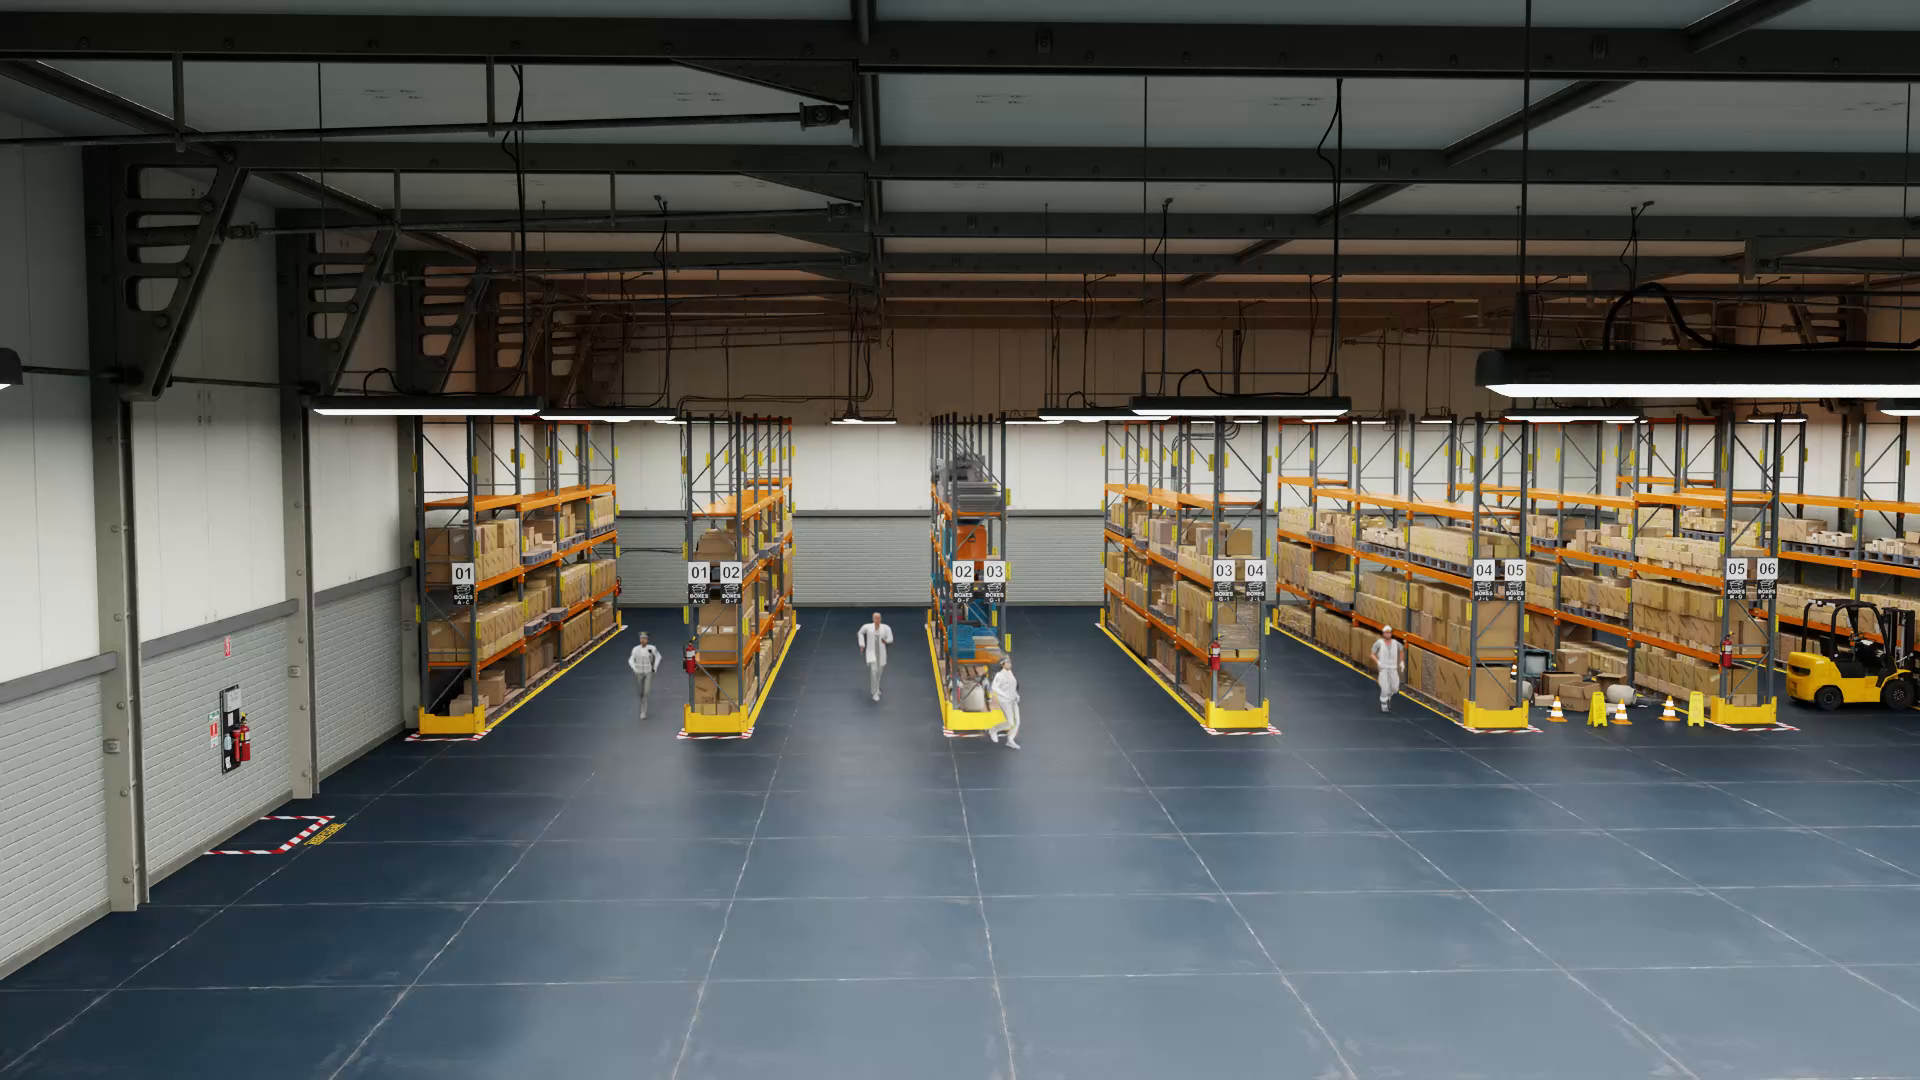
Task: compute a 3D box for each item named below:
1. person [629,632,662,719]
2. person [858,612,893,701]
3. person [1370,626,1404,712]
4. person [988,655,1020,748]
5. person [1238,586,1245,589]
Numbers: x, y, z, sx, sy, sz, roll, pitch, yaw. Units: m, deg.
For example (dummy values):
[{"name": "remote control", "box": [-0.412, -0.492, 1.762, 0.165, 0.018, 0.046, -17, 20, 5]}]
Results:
[{"name": "person", "box": [-6.257, 2.652, 33.030, 0.626, 1.694, 0.833, 0, 4, -3]}, {"name": "person", "box": [-1.766, 2.450, 35.115, 0.666, 1.834, 0.937, -1, 4, -16]}, {"name": "person", "box": [8.570, 2.583, 33.300, 0.707, 1.742, 0.624, 0, 4, -1]}, {"name": "person", "box": [0.821, 2.882, 29.725, 0.558, 1.675, 0.634, 2, 5, 32]}, {"name": "person", "box": [7.873, 1.667, 48.006, 0.700, 1.575, 0.583, 1, 4, 18]}]
